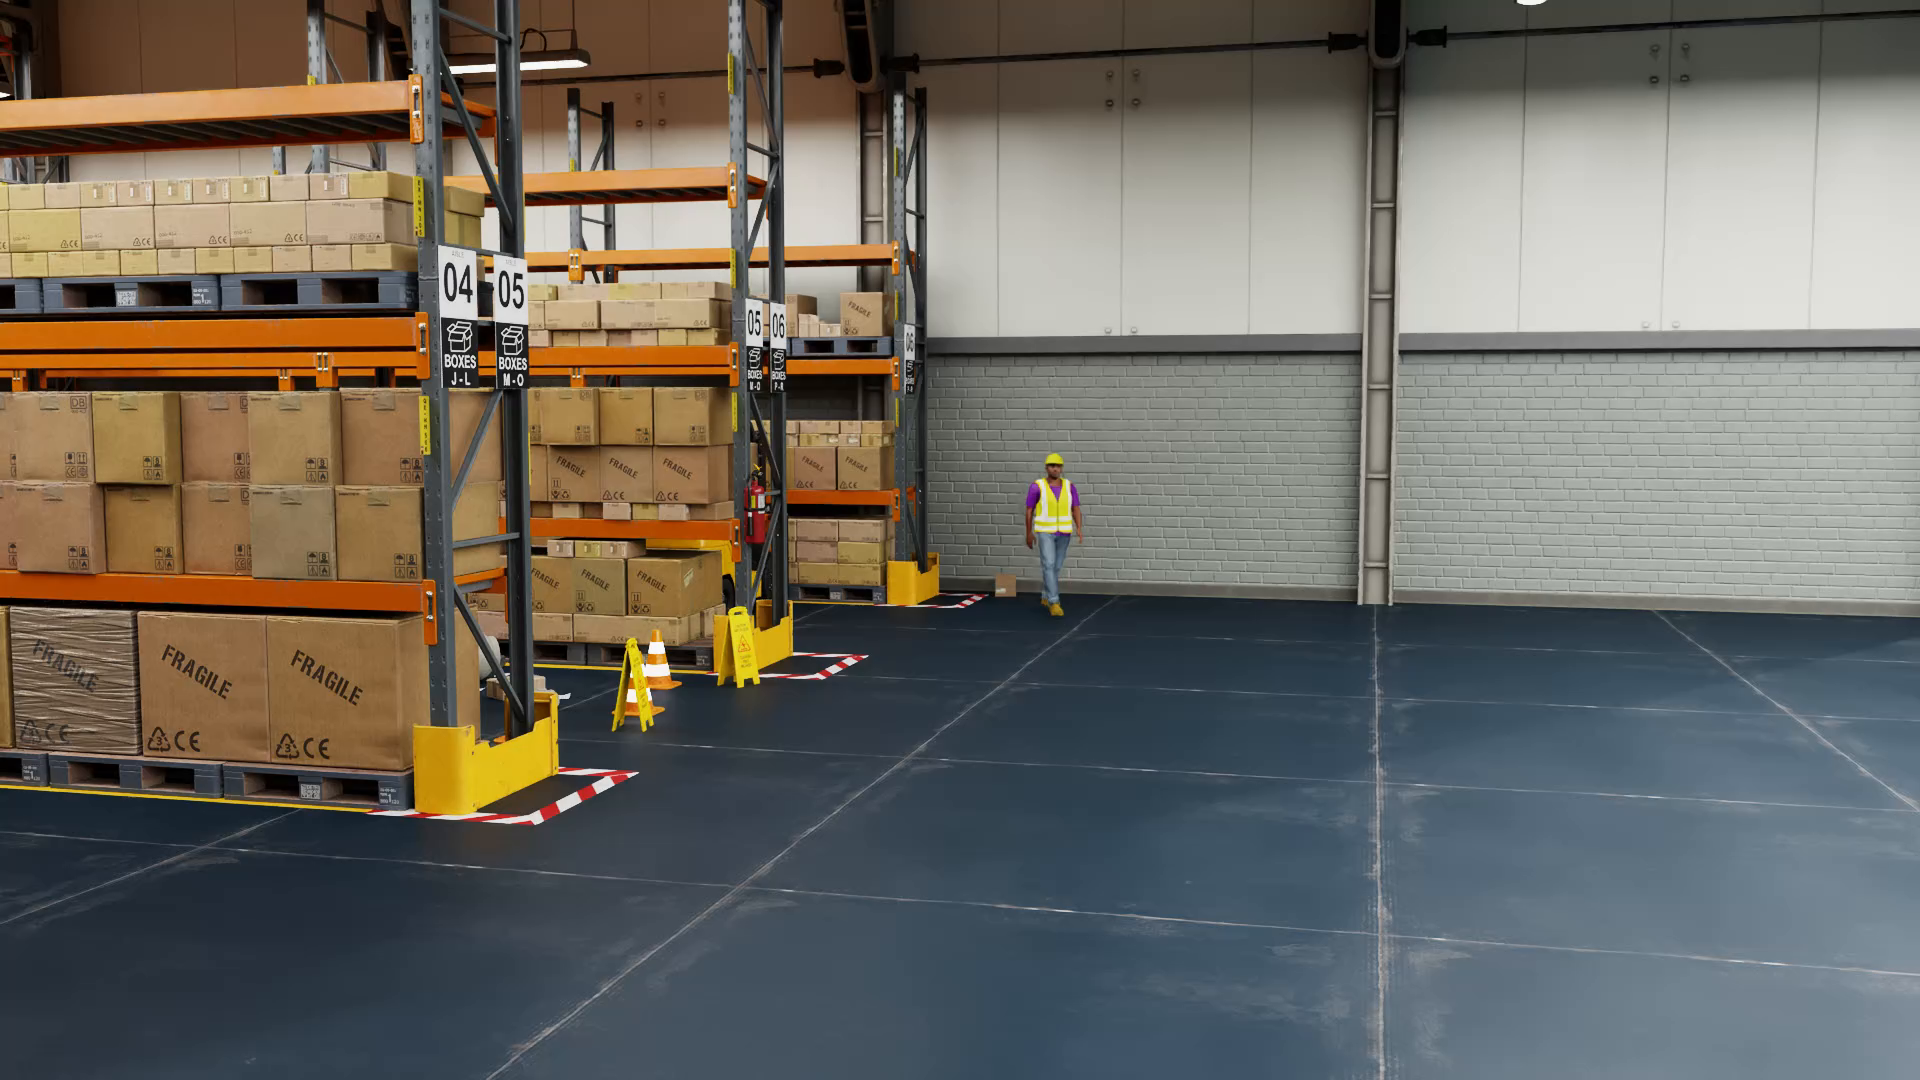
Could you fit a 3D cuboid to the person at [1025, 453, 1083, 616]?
[{"bbox_3d":[1.058,-0.081,18.149,0.583,1.722,0.979,-1,5,-17],"label":"person"}]
